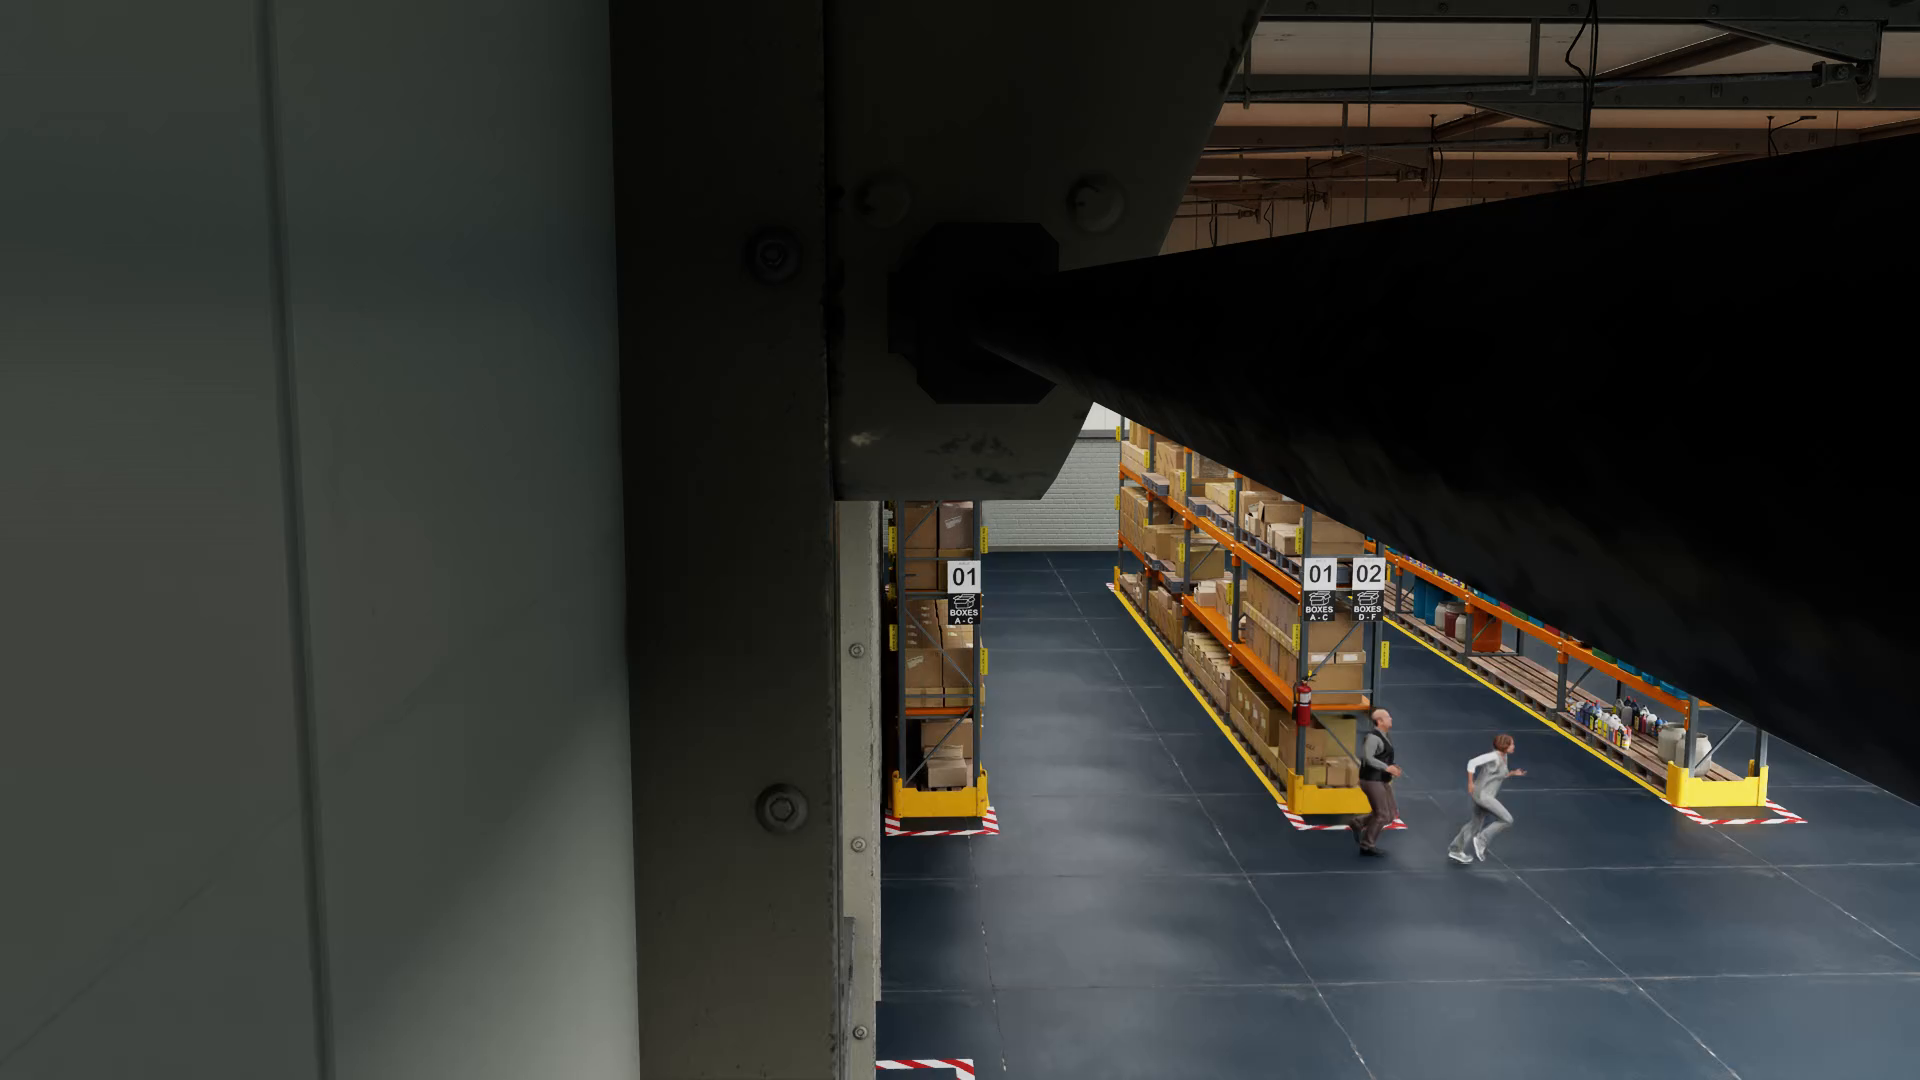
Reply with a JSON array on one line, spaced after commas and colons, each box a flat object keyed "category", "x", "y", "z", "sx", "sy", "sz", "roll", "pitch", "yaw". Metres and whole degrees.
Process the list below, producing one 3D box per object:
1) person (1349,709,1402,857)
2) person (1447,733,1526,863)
[{"category": "person", "x": 4.806, "y": 2.770, "z": 19.147, "sx": 0.620, "sy": 1.665, "sz": 0.699, "roll": 4, "pitch": 9, "yaw": 28}, {"category": "person", "x": 5.901, "y": 2.895, "z": 18.620, "sx": 0.802, "sy": 1.525, "sz": 0.525, "roll": 3, "pitch": 9, "yaw": 21}]
